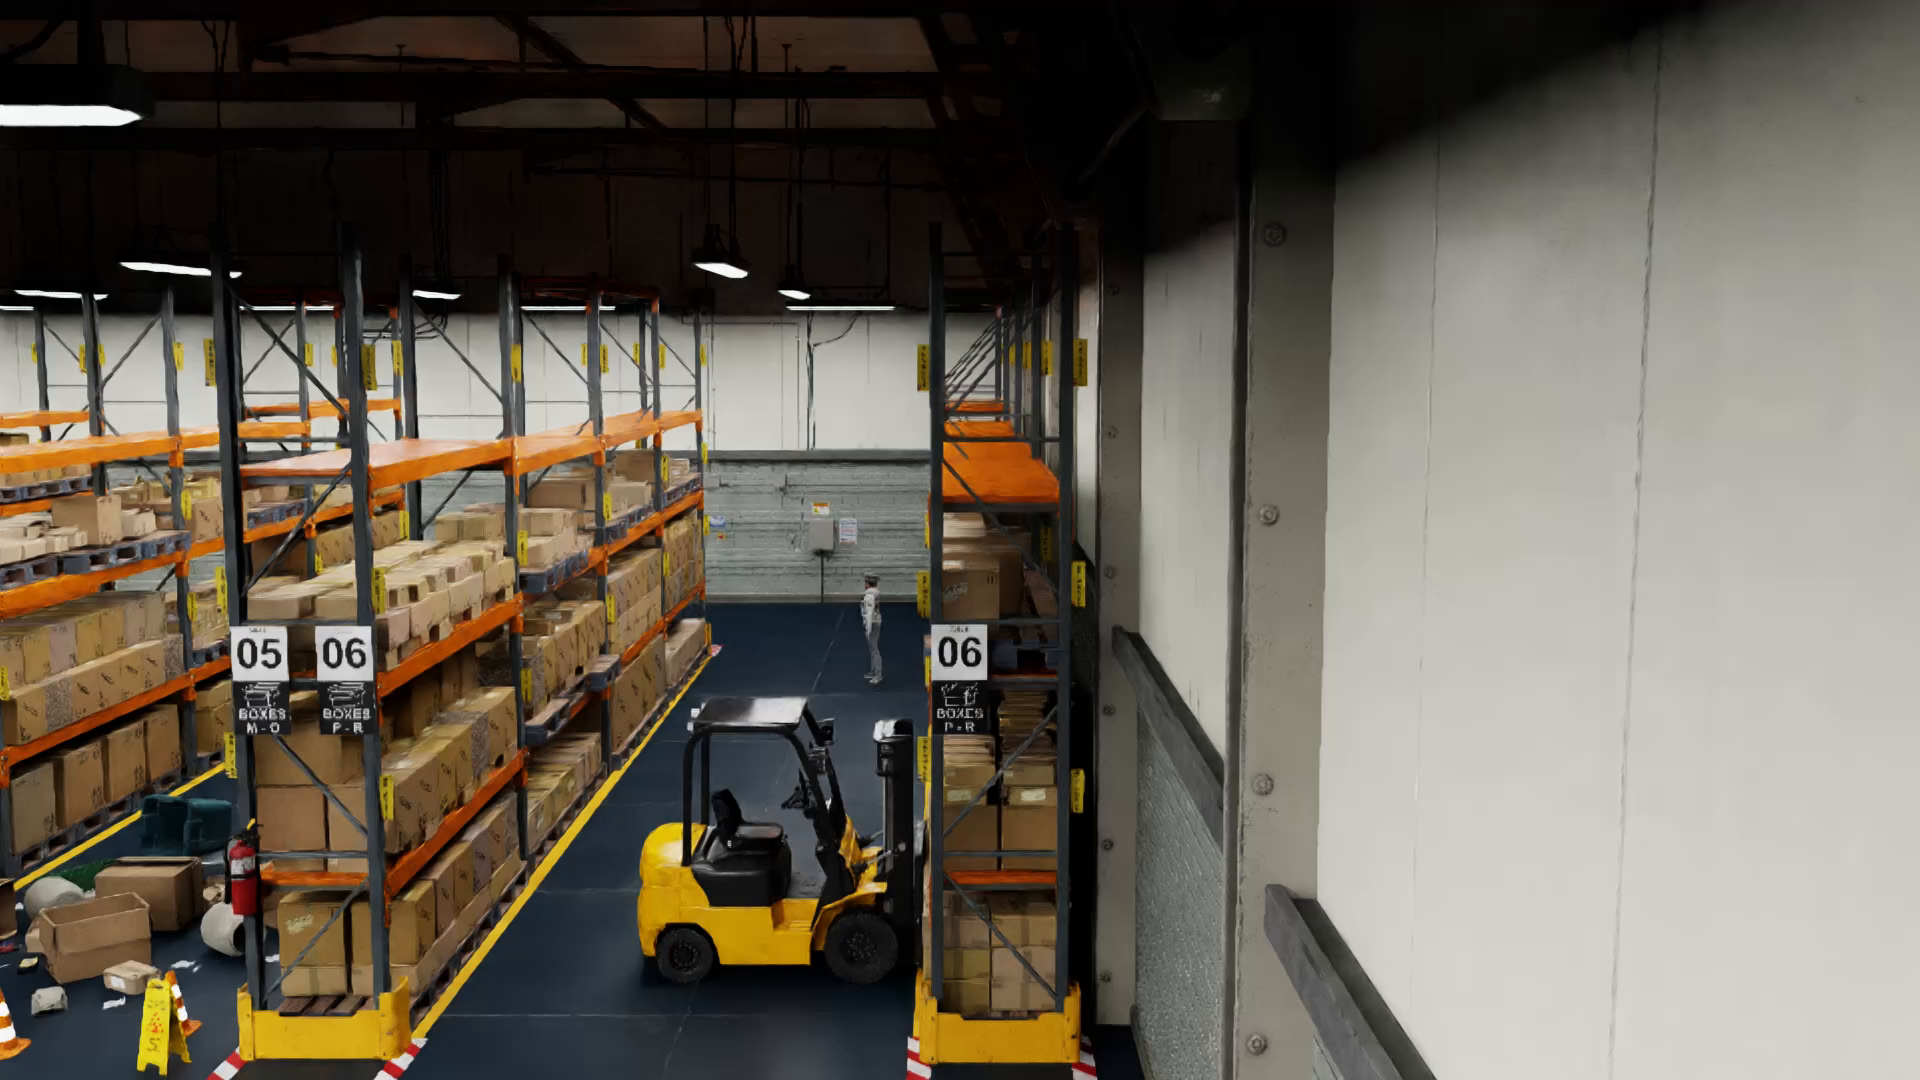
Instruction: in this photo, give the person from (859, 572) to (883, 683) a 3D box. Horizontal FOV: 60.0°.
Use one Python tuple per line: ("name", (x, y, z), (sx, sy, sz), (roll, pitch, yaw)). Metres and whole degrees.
("person", (-1.370, 1.337, 25.667), (0.363, 1.668, 0.582), (1, 7, 6))
